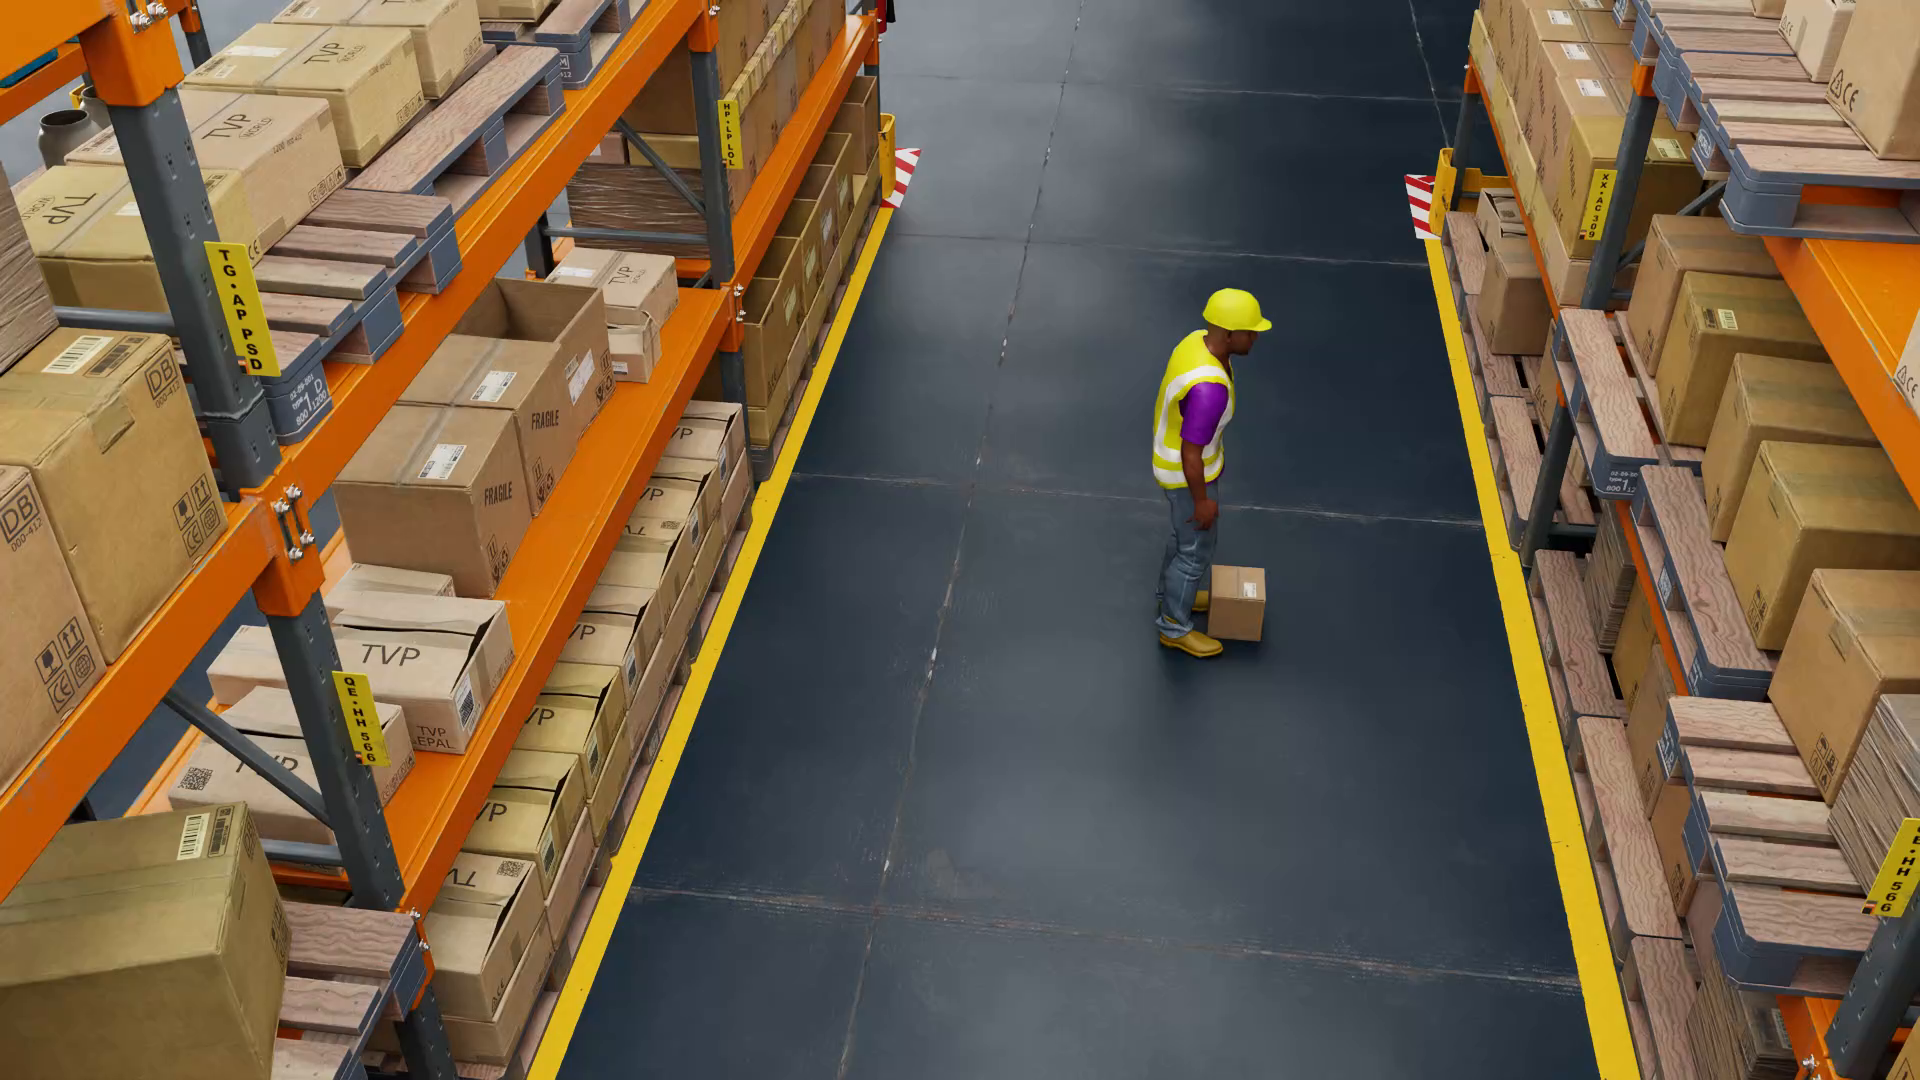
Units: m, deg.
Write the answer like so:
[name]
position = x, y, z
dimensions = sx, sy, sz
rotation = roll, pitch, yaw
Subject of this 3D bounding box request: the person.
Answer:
[person]
position = 1.087, -0.324, 7.472
dimensions = 0.460, 1.761, 0.627
rotation = 5, 36, 7
